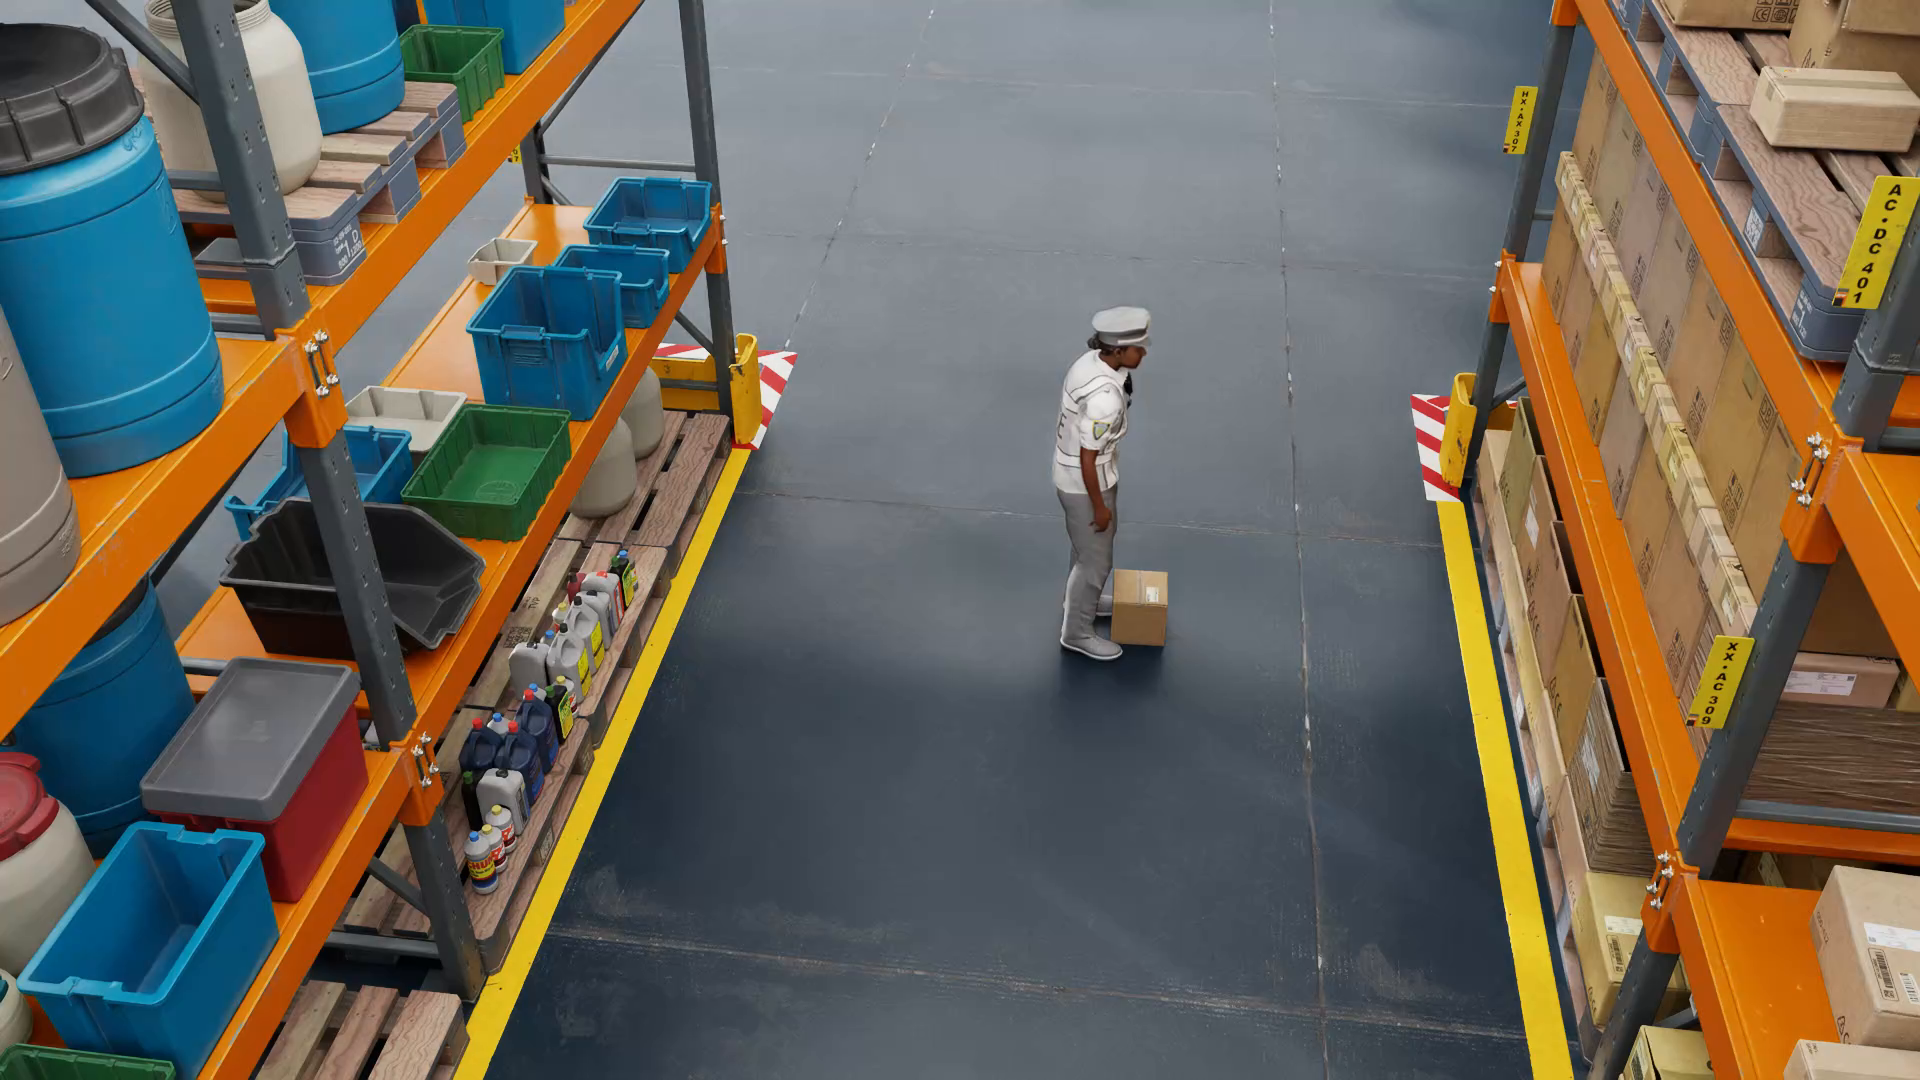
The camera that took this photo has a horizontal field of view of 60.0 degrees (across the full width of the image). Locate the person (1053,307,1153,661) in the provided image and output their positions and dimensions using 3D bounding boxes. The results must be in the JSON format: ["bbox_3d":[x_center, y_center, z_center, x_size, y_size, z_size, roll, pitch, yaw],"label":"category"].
[{"bbox_3d":[0.610,-0.261,7.395,0.400,1.657,0.517,4,37,5],"label":"person"}]
